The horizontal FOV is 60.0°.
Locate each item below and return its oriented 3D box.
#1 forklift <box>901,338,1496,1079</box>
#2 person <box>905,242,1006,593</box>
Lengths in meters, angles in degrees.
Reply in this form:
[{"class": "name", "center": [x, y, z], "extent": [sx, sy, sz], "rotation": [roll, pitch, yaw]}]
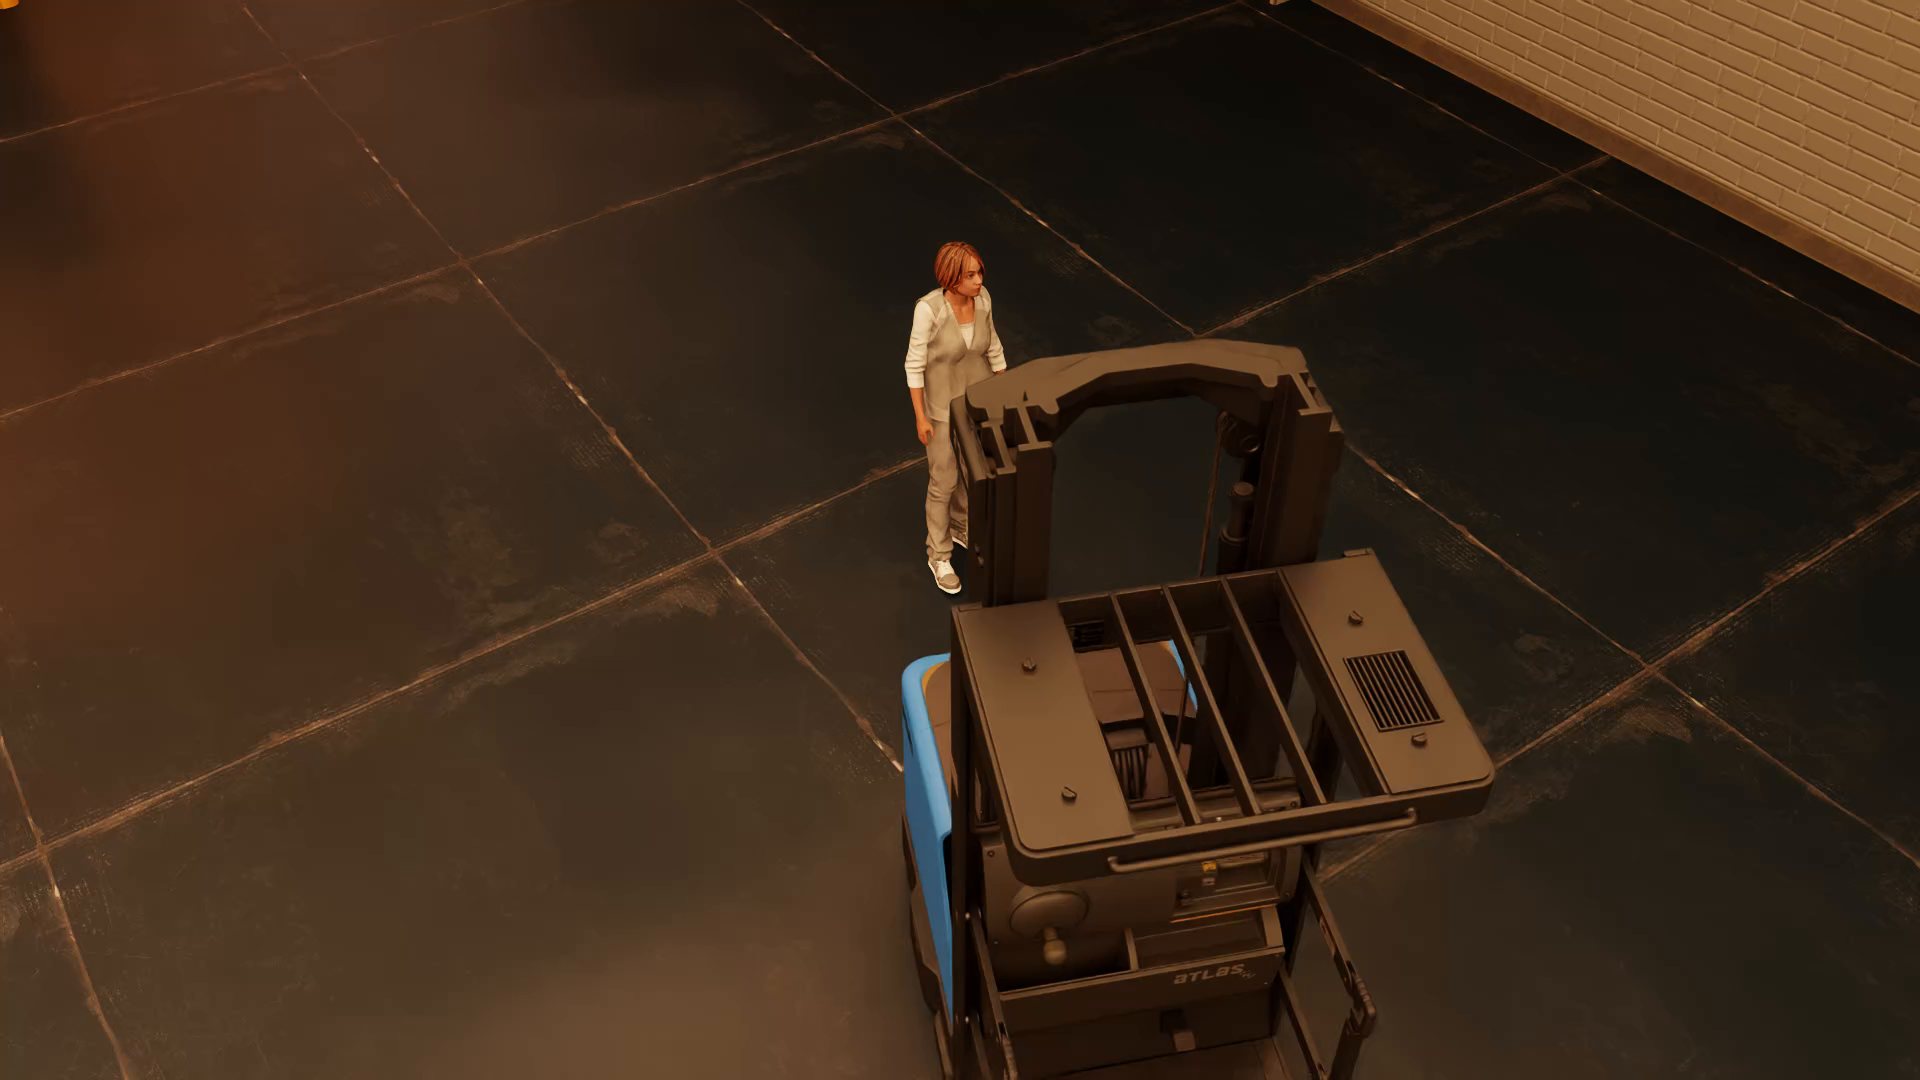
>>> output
[{"class": "forklift", "center": [0.567, 1.047, 4.579], "extent": [1.130, 2.935, 3.031], "rotation": [-8, 43, -8]}, {"class": "person", "center": [0.030, -0.546, 7.282], "extent": [0.520, 1.597, 0.475], "rotation": [-25, 48, -25]}]
